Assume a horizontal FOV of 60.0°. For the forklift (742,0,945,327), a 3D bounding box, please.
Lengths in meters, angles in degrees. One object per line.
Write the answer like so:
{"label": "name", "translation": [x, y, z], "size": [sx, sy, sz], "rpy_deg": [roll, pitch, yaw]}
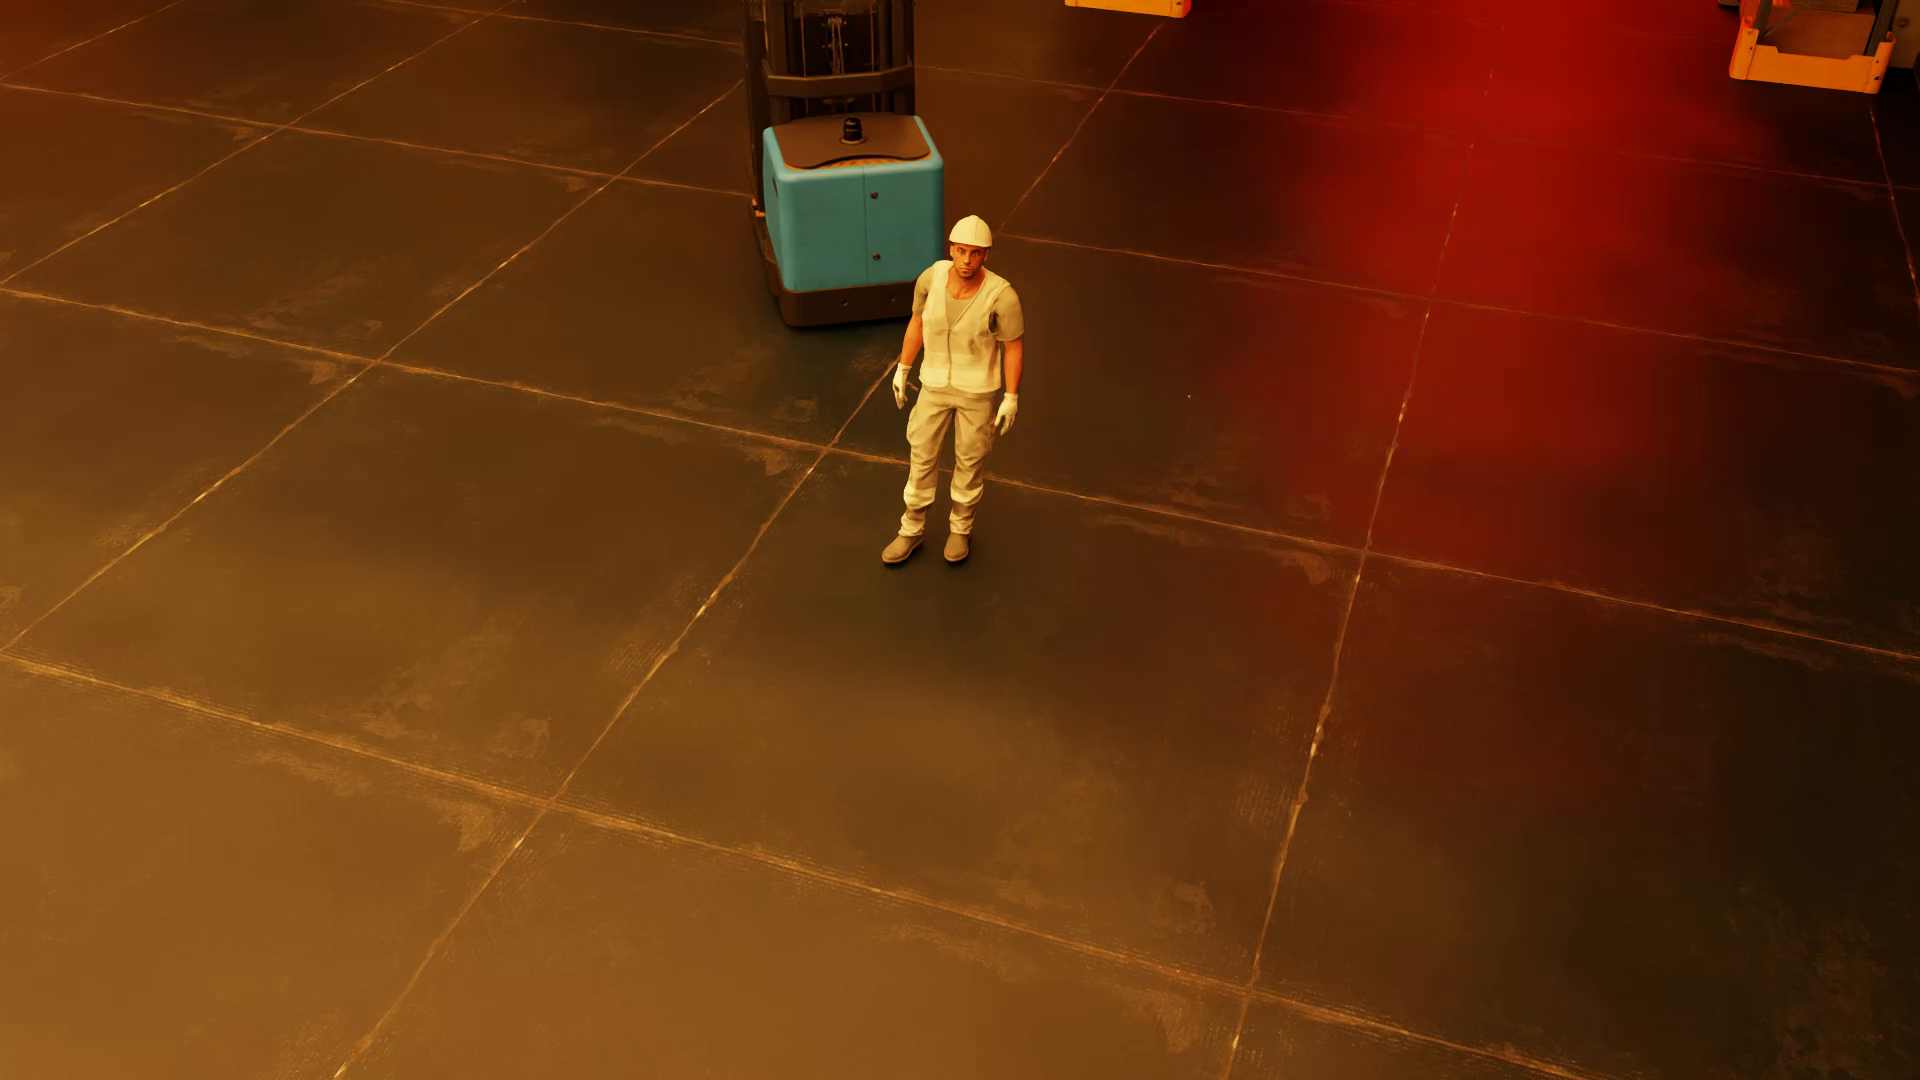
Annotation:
{"label": "forklift", "translation": [-0.890, -3.379, 10.877], "size": [1.130, 2.935, 3.031], "rpy_deg": [-7, 36, -10]}

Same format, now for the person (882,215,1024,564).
{"label": "person", "translation": [-0.039, -0.695, 8.065], "size": [0.637, 1.787, 0.564], "rpy_deg": [12, 37, 16]}
